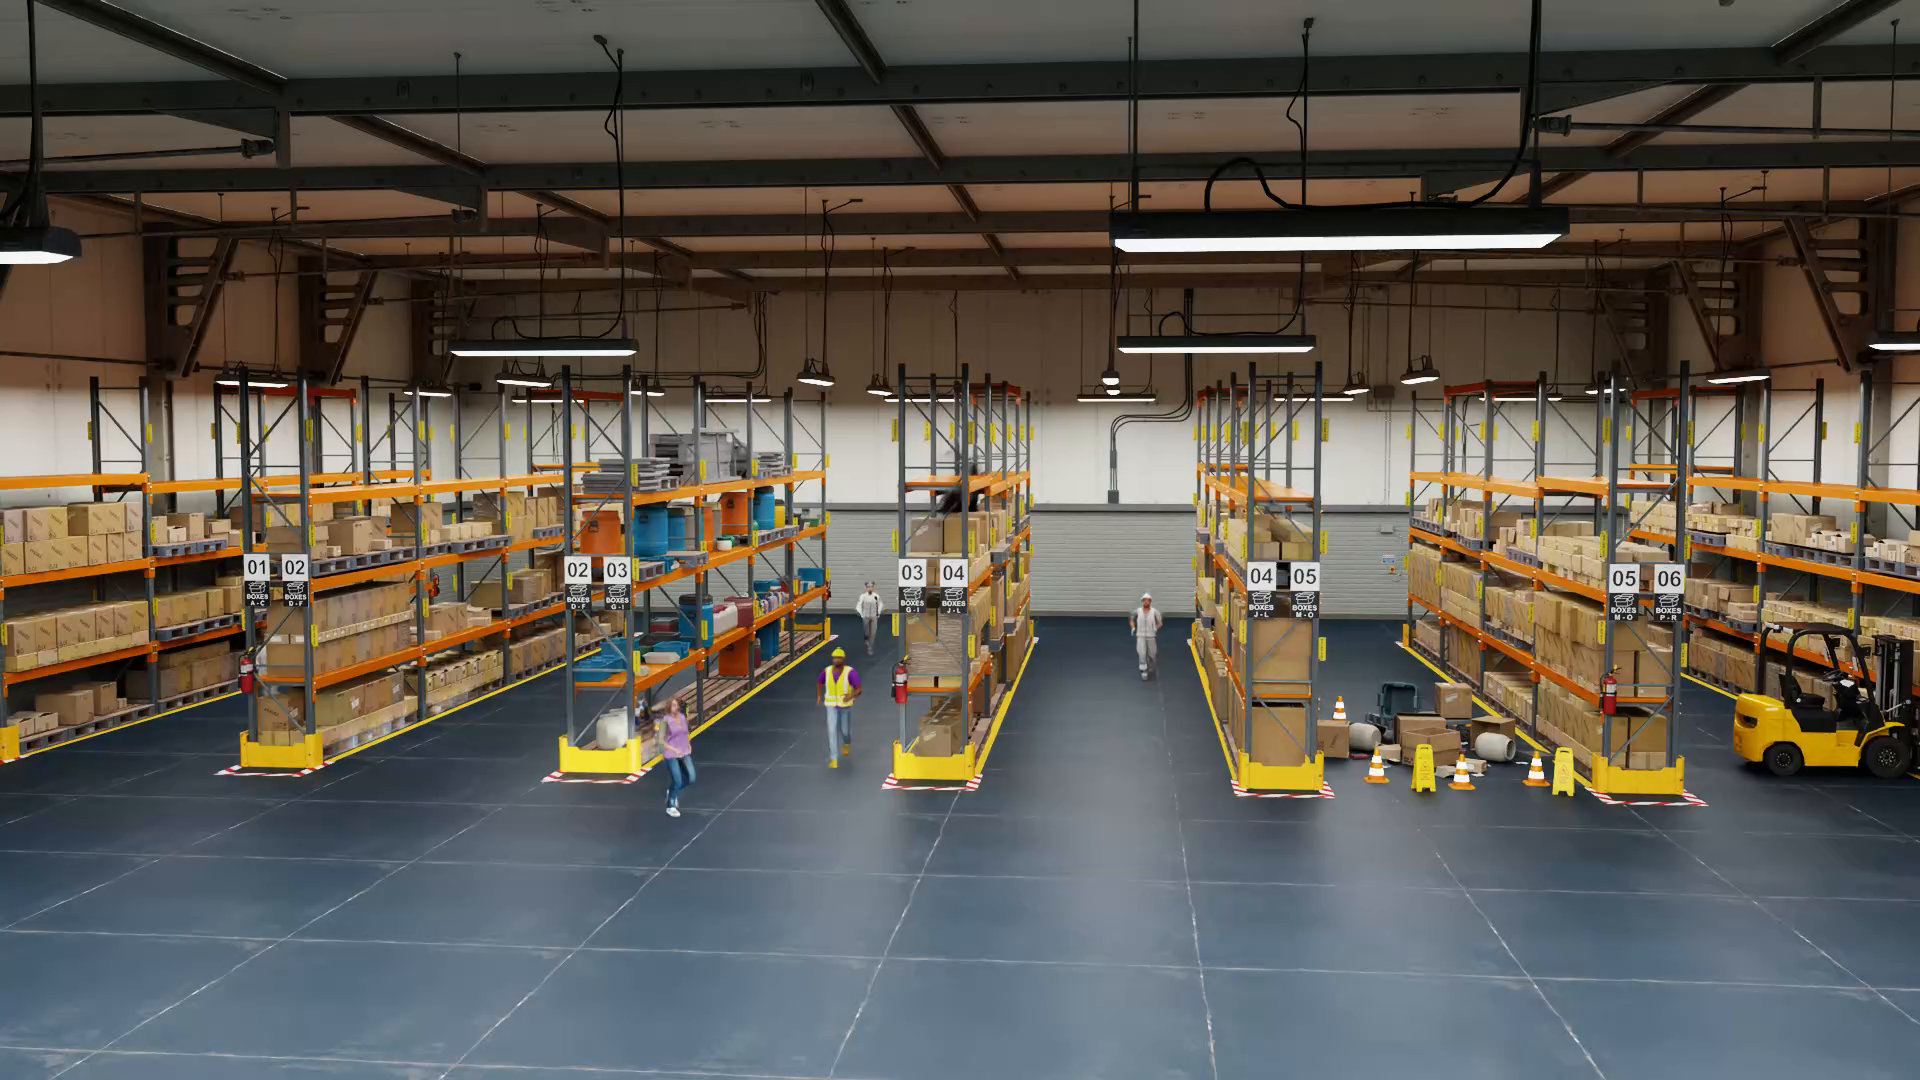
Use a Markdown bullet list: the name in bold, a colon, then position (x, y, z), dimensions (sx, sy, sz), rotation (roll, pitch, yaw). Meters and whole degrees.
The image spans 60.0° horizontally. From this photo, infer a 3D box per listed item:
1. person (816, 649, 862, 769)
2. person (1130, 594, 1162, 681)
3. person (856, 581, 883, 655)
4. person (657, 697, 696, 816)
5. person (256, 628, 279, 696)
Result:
- **person**: position (-1.831, 2.505, 25.091), dimensions (0.726, 1.751, 0.904), rotation (0, 4, 5)
- **person**: position (3.768, 1.968, 33.712), dimensions (0.662, 1.746, 0.767), rotation (1, 4, 9)
- **person**: position (-2.070, 1.758, 37.825), dimensions (0.571, 1.667, 0.702), rotation (-1, 4, -9)
- **person**: position (-3.692, 2.833, 21.744), dimensions (0.478, 1.561, 0.550), rotation (3, 5, 43)
- **person**: position (-11.764, 2.357, 28.307), dimensions (0.569, 1.726, 0.726), rotation (0, 4, -8)
